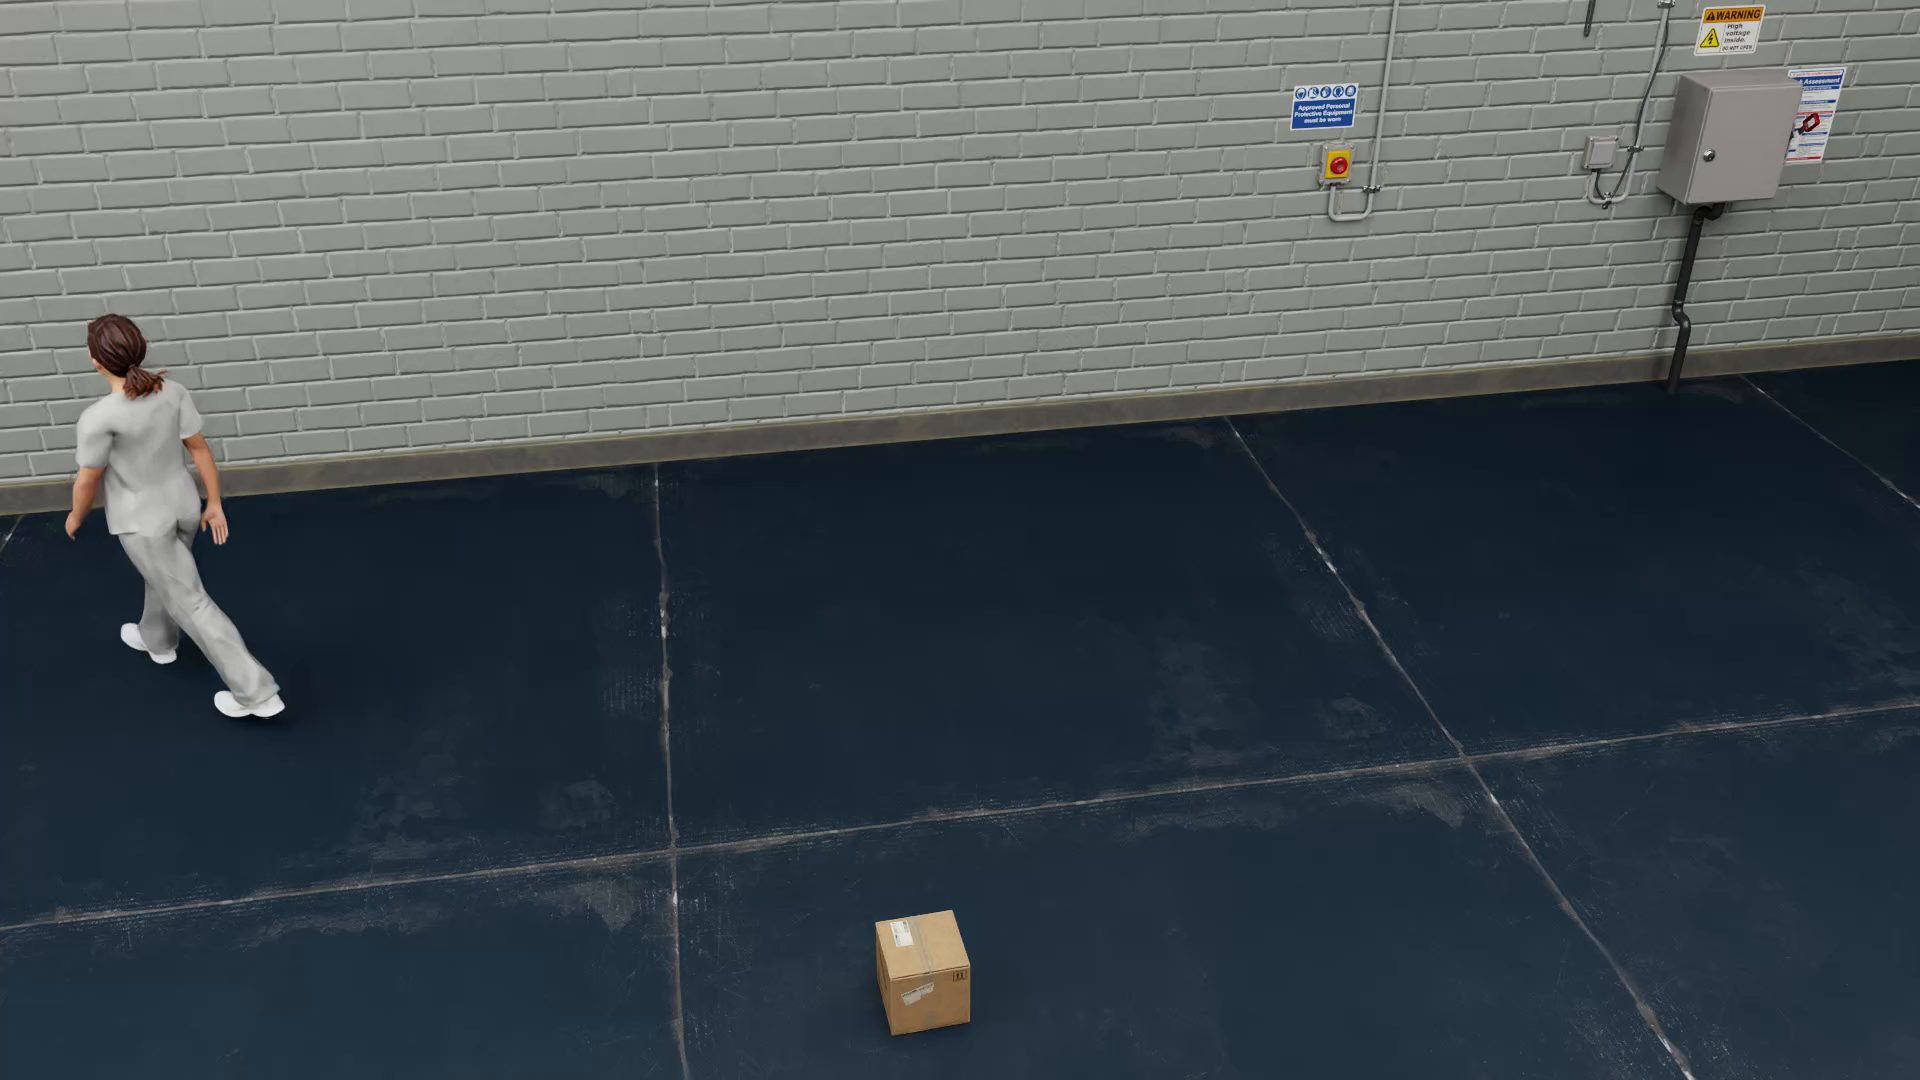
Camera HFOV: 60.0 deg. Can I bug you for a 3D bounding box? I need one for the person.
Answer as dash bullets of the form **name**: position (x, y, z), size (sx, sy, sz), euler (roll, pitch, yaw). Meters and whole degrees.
- **person**: position (-3.087, -0.105, 6.293), size (1.020, 1.613, 0.458), euler (14, 34, 22)
